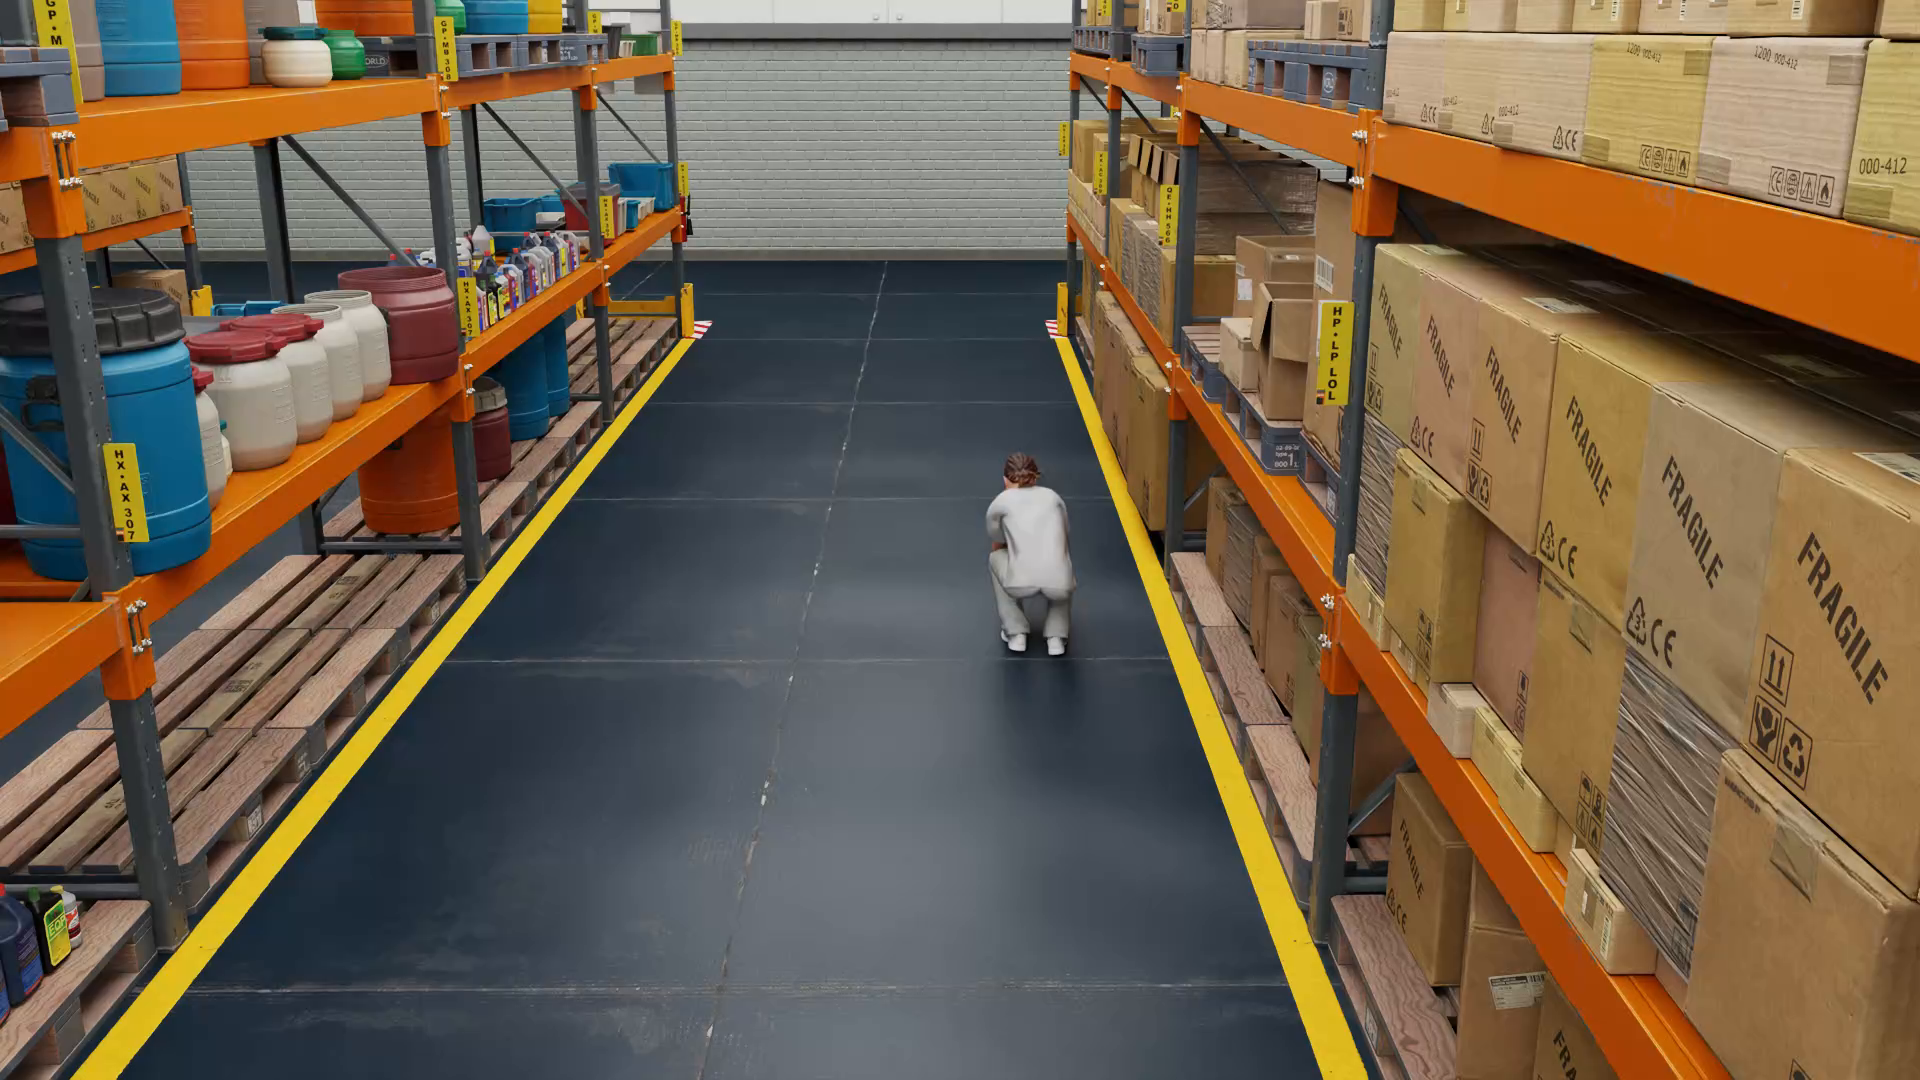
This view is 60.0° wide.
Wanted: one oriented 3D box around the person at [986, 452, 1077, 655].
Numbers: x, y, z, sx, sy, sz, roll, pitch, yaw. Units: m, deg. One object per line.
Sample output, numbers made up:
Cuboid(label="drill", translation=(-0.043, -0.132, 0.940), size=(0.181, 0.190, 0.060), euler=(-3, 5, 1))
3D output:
Cuboid(label="person", translation=(0.370, 0.060, 8.596), size=(0.468, 0.951, 0.811), euler=(-1, 17, -2))
